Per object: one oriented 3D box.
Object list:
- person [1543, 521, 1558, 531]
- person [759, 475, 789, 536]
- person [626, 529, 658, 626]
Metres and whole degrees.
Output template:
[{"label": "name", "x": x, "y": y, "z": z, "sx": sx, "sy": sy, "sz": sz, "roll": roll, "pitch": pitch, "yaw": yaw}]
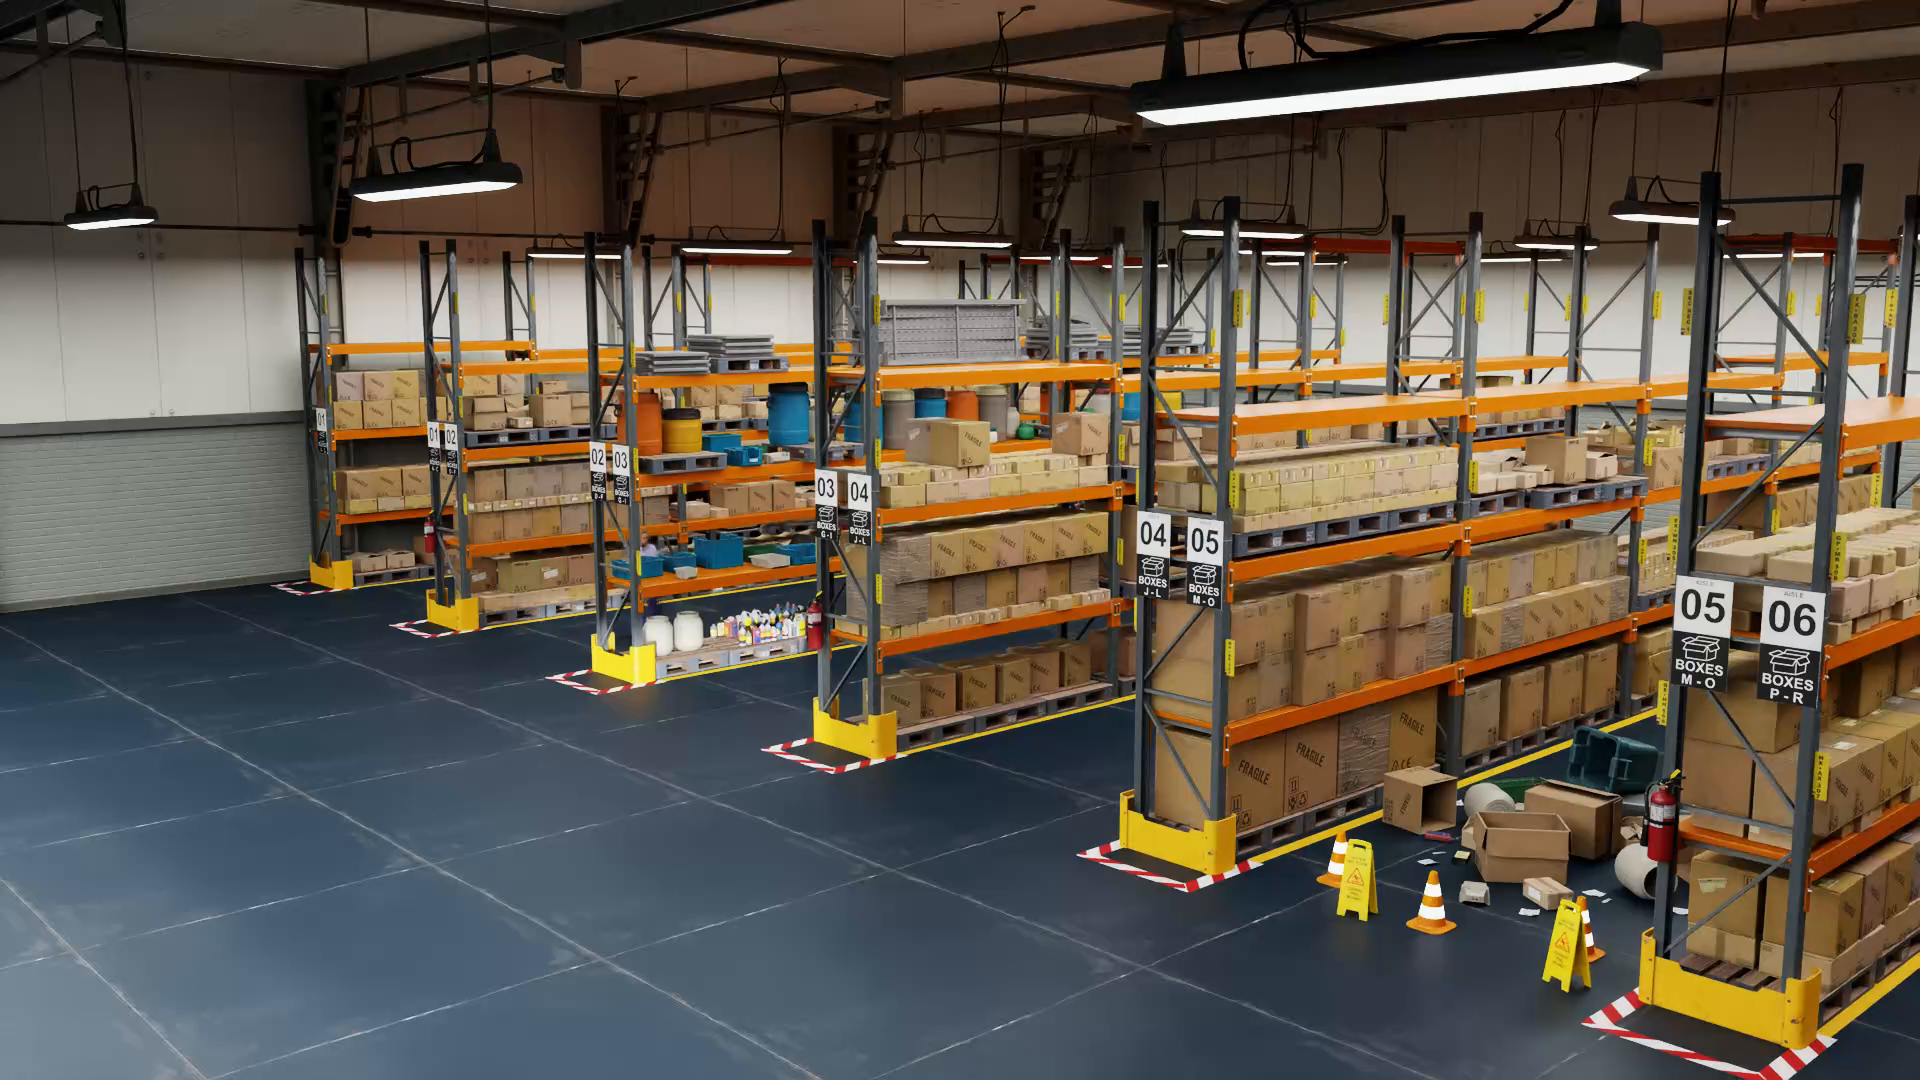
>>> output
[{"label": "person", "x": 9.510, "y": 0.435, "z": 26.876, "sx": 0.422, "sy": 1.606, "sz": 0.345, "roll": -8, "pitch": 11, "yaw": -42}, {"label": "person", "x": -3.723, "y": -0.539, "z": 33.199, "sx": 1.003, "sy": 1.739, "sz": 0.806, "roll": -8, "pitch": 12, "yaw": -43}, {"label": "person", "x": -4.823, "y": 0.650, "z": 25.357, "sx": 0.509, "sy": 1.671, "sz": 0.385, "roll": -4, "pitch": 9, "yaw": -23}]
